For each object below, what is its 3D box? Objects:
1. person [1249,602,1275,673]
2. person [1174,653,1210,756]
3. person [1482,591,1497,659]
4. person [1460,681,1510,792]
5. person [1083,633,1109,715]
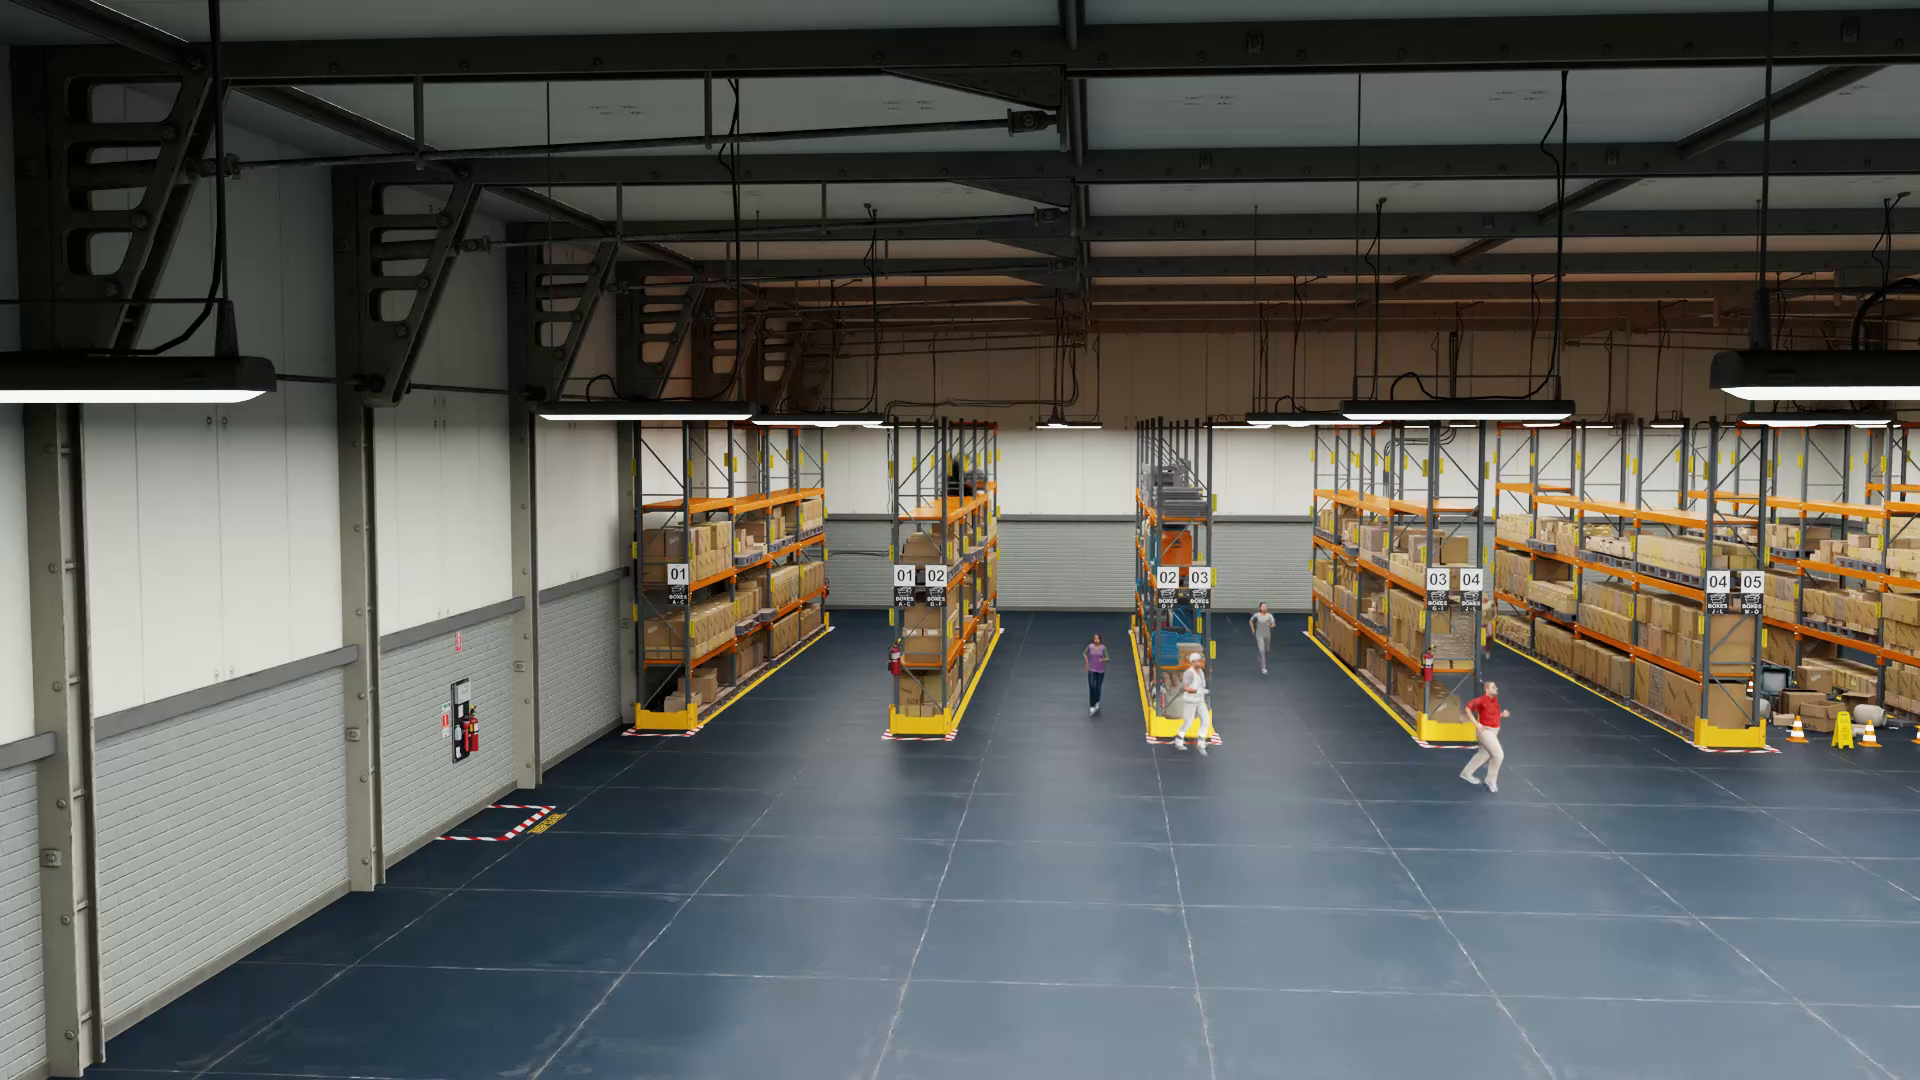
[{"bbox_3d":[7.188,2.290,39.465,0.567,1.648,0.969,0,4,-4],"label":"person"},{"bbox_3d":[4.160,2.924,29.482,0.680,1.871,0.760,-4,5,-43],"label":"person"},{"bbox_3d":[13.320,2.141,42.177,0.581,1.695,0.859,1,4,9],"label":"person"},{"bbox_3d":[8.414,3.151,26.672,0.803,1.795,0.641,3,5,38],"label":"person"},{"bbox_3d":[2.781,2.711,33.893,0.523,1.647,0.739,0,4,2],"label":"person"}]
